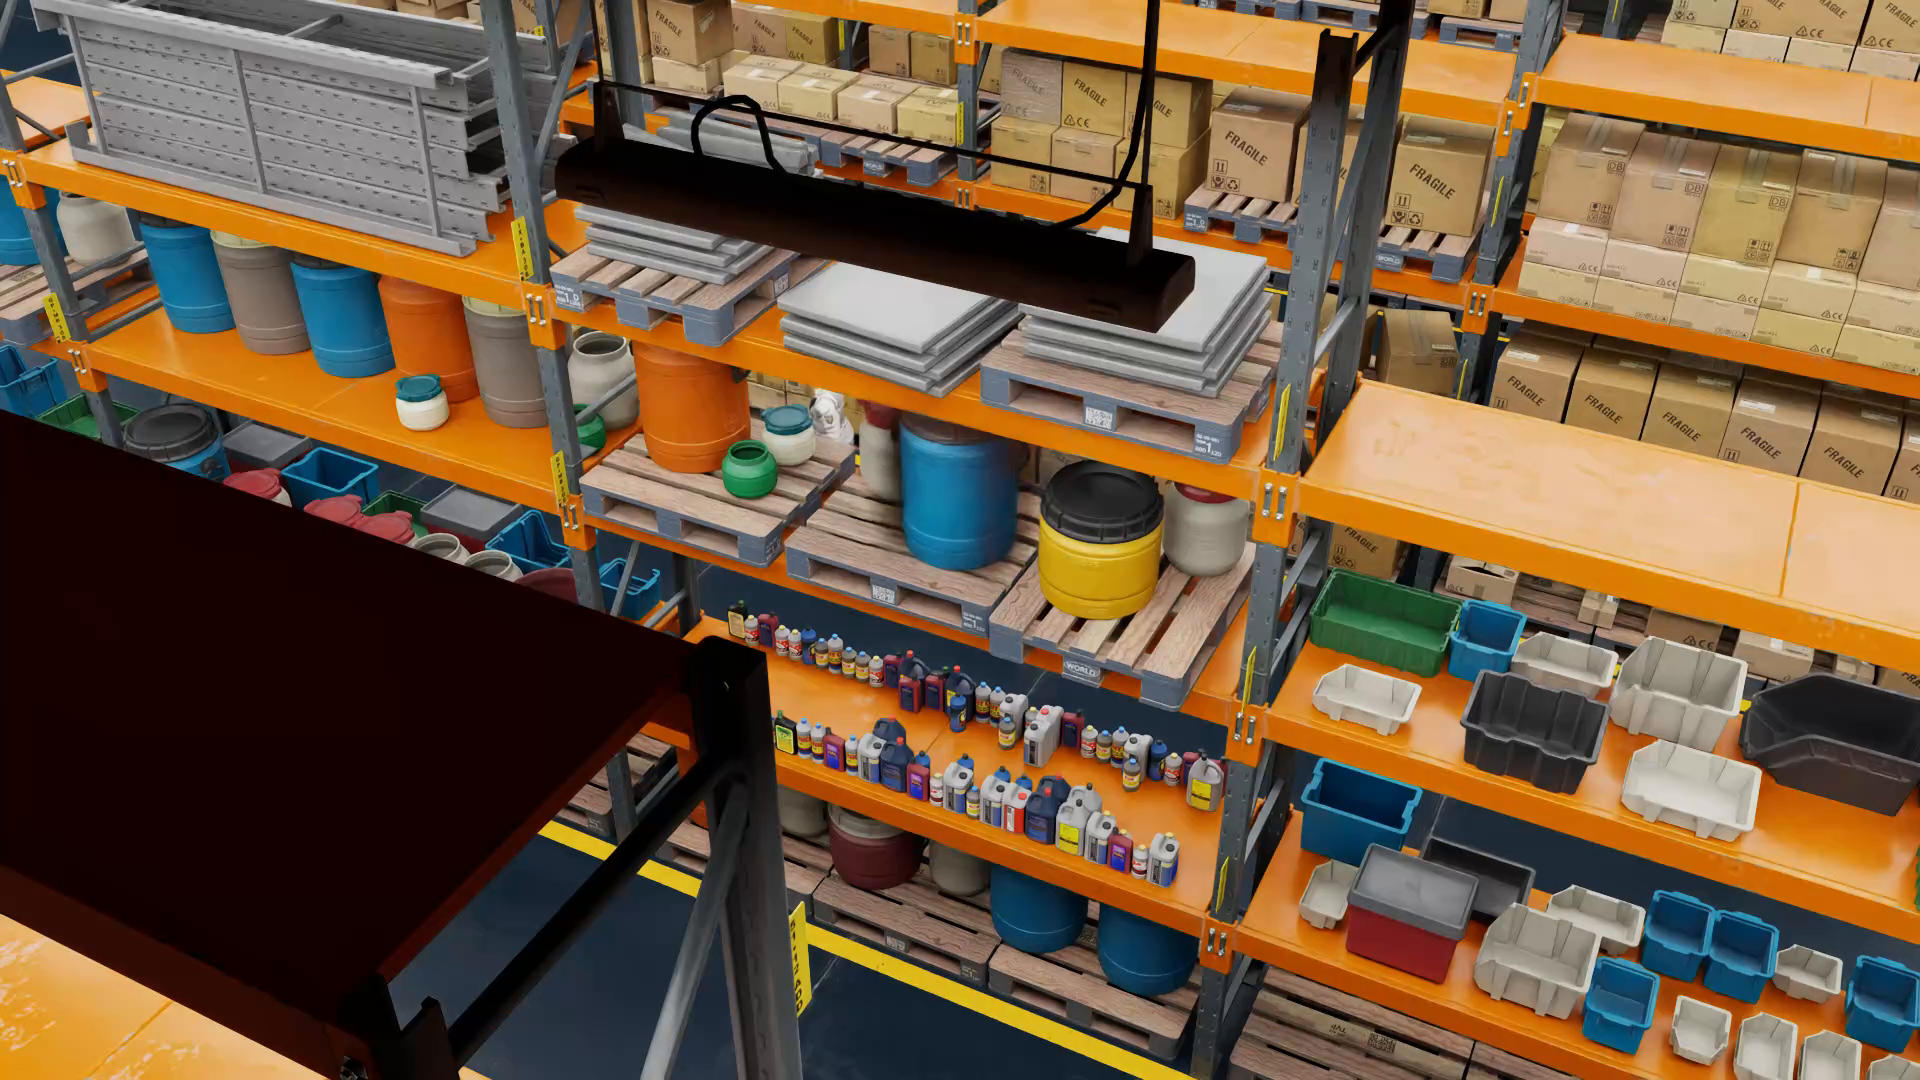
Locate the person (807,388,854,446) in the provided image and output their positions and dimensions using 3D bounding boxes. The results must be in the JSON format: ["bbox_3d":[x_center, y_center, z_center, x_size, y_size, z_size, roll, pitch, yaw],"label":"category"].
[{"bbox_3d":[-1.111,-0.784,13.560,0.935,1.612,0.467,9,36,13],"label":"person"}]
